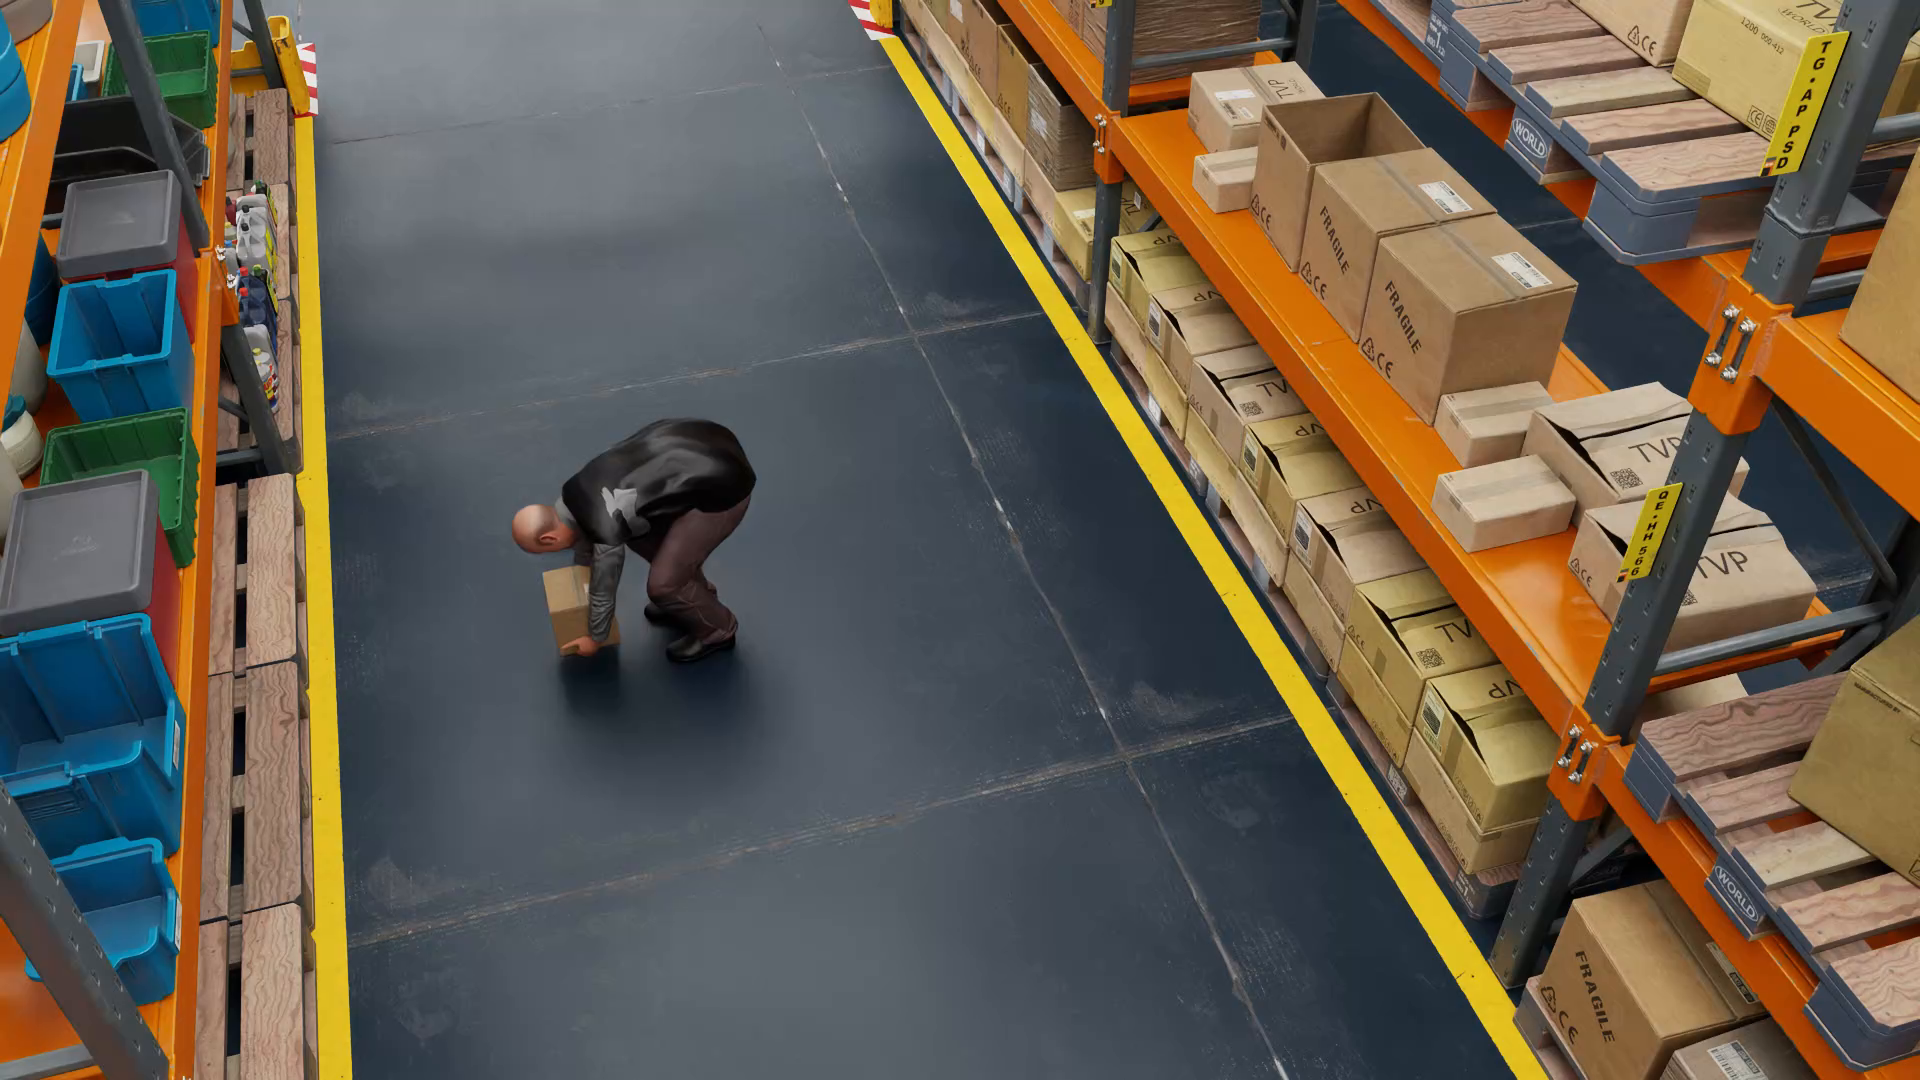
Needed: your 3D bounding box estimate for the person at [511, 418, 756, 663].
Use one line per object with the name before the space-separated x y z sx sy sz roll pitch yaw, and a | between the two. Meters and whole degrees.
person | -1.276 0.032 6.662 0.950 1.027 0.493 -14 44 -15
